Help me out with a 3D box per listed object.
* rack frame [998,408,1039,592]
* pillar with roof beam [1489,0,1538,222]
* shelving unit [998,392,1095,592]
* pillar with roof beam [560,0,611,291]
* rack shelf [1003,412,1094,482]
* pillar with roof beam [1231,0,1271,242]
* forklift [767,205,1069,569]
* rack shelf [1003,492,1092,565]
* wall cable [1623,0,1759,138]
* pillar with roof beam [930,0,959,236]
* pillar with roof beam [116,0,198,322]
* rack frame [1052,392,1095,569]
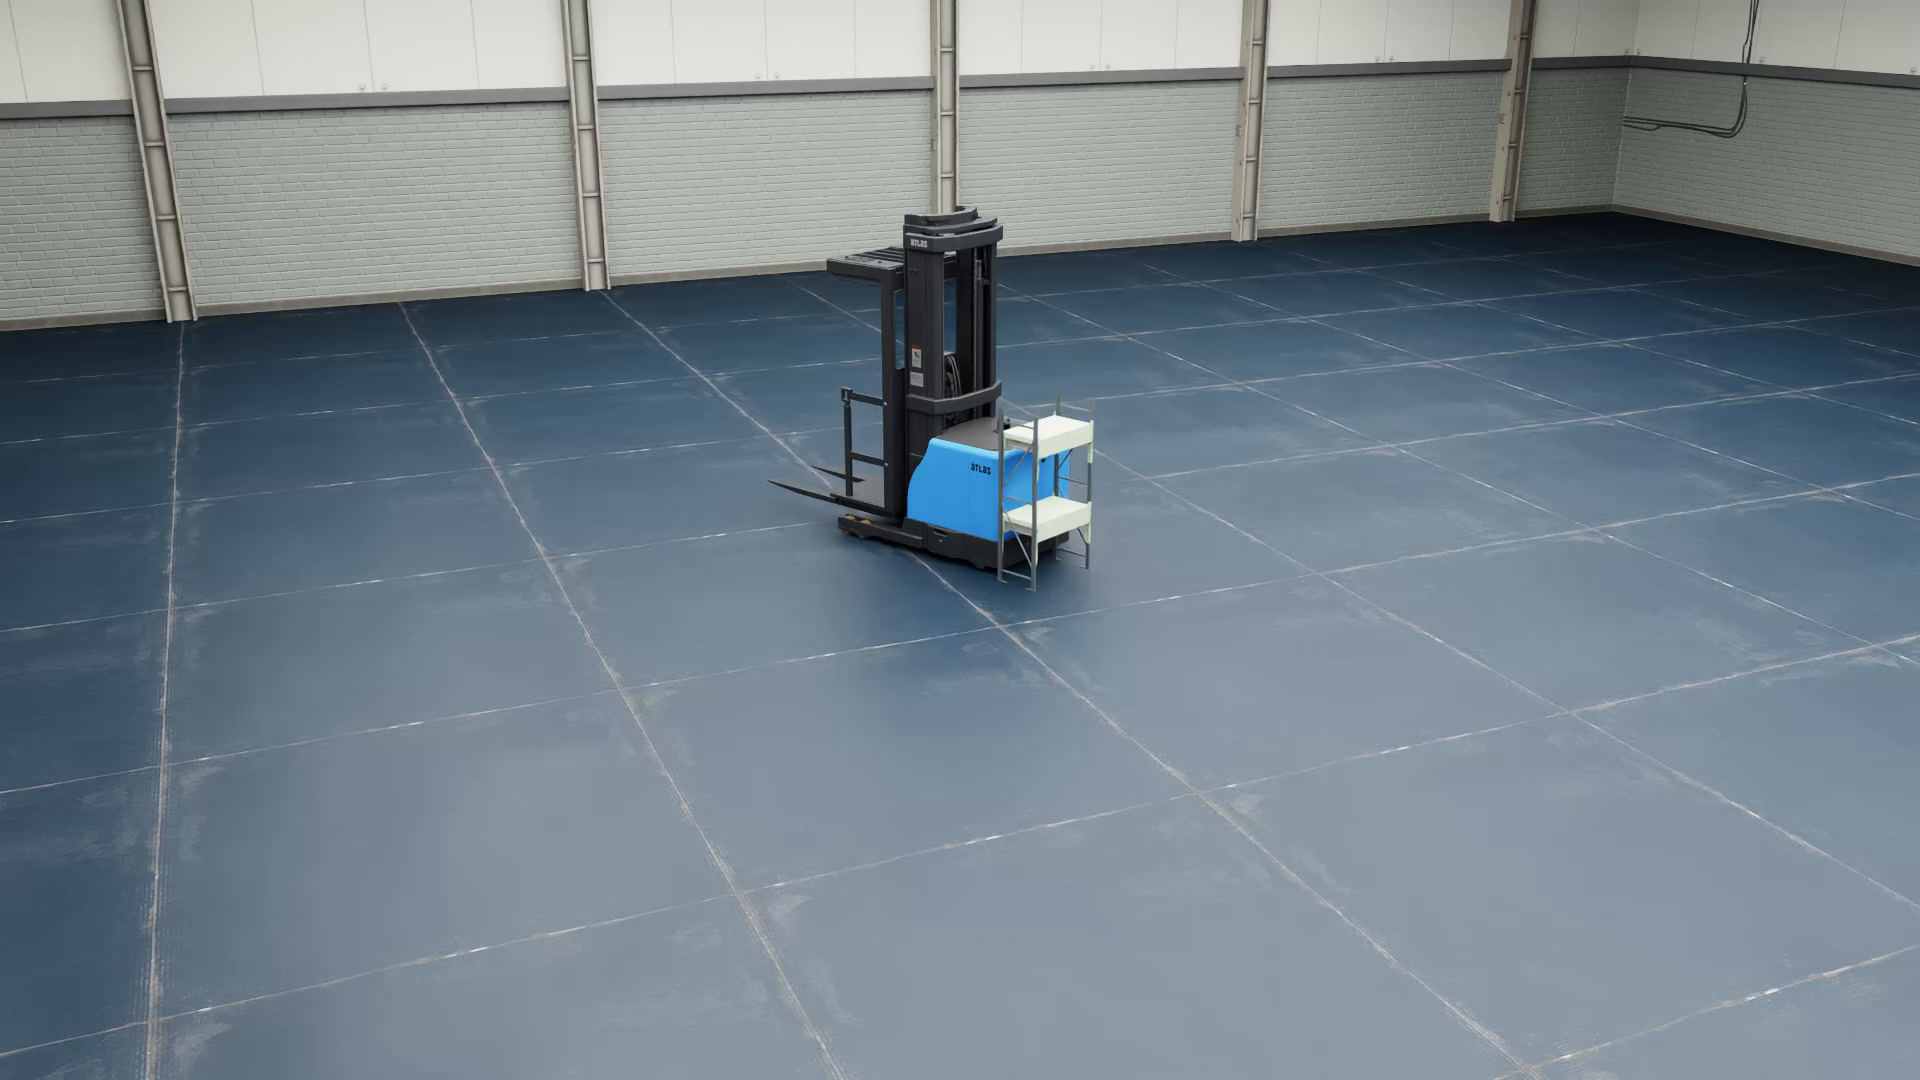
[{"bbox_3d":[0.473,-0.321,13.676,0.400,1.500,0.023,17,25,39],"label":"rack frame"},{"bbox_3d":[12.472,-9.288,27.850,0.400,9.000,9.100,-8,21,-22],"label":"pillar with roof beam"},{"bbox_3d":[0.718,-0.412,13.932,0.431,1.500,0.755,17,25,39],"label":"shelving unit"},{"bbox_3d":[-4.056,-6.920,21.125,0.400,9.000,9.100,-8,21,-22],"label":"pillar with roof beam"},{"bbox_3d":[0.719,-0.780,13.803,0.431,0.370,0.720,17,25,39],"label":"rack shelf"},{"bbox_3d":[6.963,-8.498,25.608,0.400,9.000,9.100,-8,21,-22],"label":"pillar with roof beam"},{"bbox_3d":[-0.483,-1.516,14.915,3.031,2.935,1.130,15,25,37],"label":"forklift"},{"bbox_3d":[0.718,-0.104,14.041,0.431,0.370,0.720,17,25,39],"label":"rack shelf"},{"bbox_3d":[13.995,-9.120,32.050,0.112,2.526,3.097,-8,21,-22],"label":"wall cable"},{"bbox_3d":[1.453,-7.709,23.367,0.400,9.000,9.100,-8,21,-22],"label":"pillar with roof beam"},{"bbox_3d":[-9.565,-6.130,18.883,0.400,9.000,9.100,-8,21,-22],"label":"pillar with roof beam"},{"bbox_3d":[0.964,-0.502,14.189,0.400,1.500,0.023,17,25,39],"label":"rack frame"}]
